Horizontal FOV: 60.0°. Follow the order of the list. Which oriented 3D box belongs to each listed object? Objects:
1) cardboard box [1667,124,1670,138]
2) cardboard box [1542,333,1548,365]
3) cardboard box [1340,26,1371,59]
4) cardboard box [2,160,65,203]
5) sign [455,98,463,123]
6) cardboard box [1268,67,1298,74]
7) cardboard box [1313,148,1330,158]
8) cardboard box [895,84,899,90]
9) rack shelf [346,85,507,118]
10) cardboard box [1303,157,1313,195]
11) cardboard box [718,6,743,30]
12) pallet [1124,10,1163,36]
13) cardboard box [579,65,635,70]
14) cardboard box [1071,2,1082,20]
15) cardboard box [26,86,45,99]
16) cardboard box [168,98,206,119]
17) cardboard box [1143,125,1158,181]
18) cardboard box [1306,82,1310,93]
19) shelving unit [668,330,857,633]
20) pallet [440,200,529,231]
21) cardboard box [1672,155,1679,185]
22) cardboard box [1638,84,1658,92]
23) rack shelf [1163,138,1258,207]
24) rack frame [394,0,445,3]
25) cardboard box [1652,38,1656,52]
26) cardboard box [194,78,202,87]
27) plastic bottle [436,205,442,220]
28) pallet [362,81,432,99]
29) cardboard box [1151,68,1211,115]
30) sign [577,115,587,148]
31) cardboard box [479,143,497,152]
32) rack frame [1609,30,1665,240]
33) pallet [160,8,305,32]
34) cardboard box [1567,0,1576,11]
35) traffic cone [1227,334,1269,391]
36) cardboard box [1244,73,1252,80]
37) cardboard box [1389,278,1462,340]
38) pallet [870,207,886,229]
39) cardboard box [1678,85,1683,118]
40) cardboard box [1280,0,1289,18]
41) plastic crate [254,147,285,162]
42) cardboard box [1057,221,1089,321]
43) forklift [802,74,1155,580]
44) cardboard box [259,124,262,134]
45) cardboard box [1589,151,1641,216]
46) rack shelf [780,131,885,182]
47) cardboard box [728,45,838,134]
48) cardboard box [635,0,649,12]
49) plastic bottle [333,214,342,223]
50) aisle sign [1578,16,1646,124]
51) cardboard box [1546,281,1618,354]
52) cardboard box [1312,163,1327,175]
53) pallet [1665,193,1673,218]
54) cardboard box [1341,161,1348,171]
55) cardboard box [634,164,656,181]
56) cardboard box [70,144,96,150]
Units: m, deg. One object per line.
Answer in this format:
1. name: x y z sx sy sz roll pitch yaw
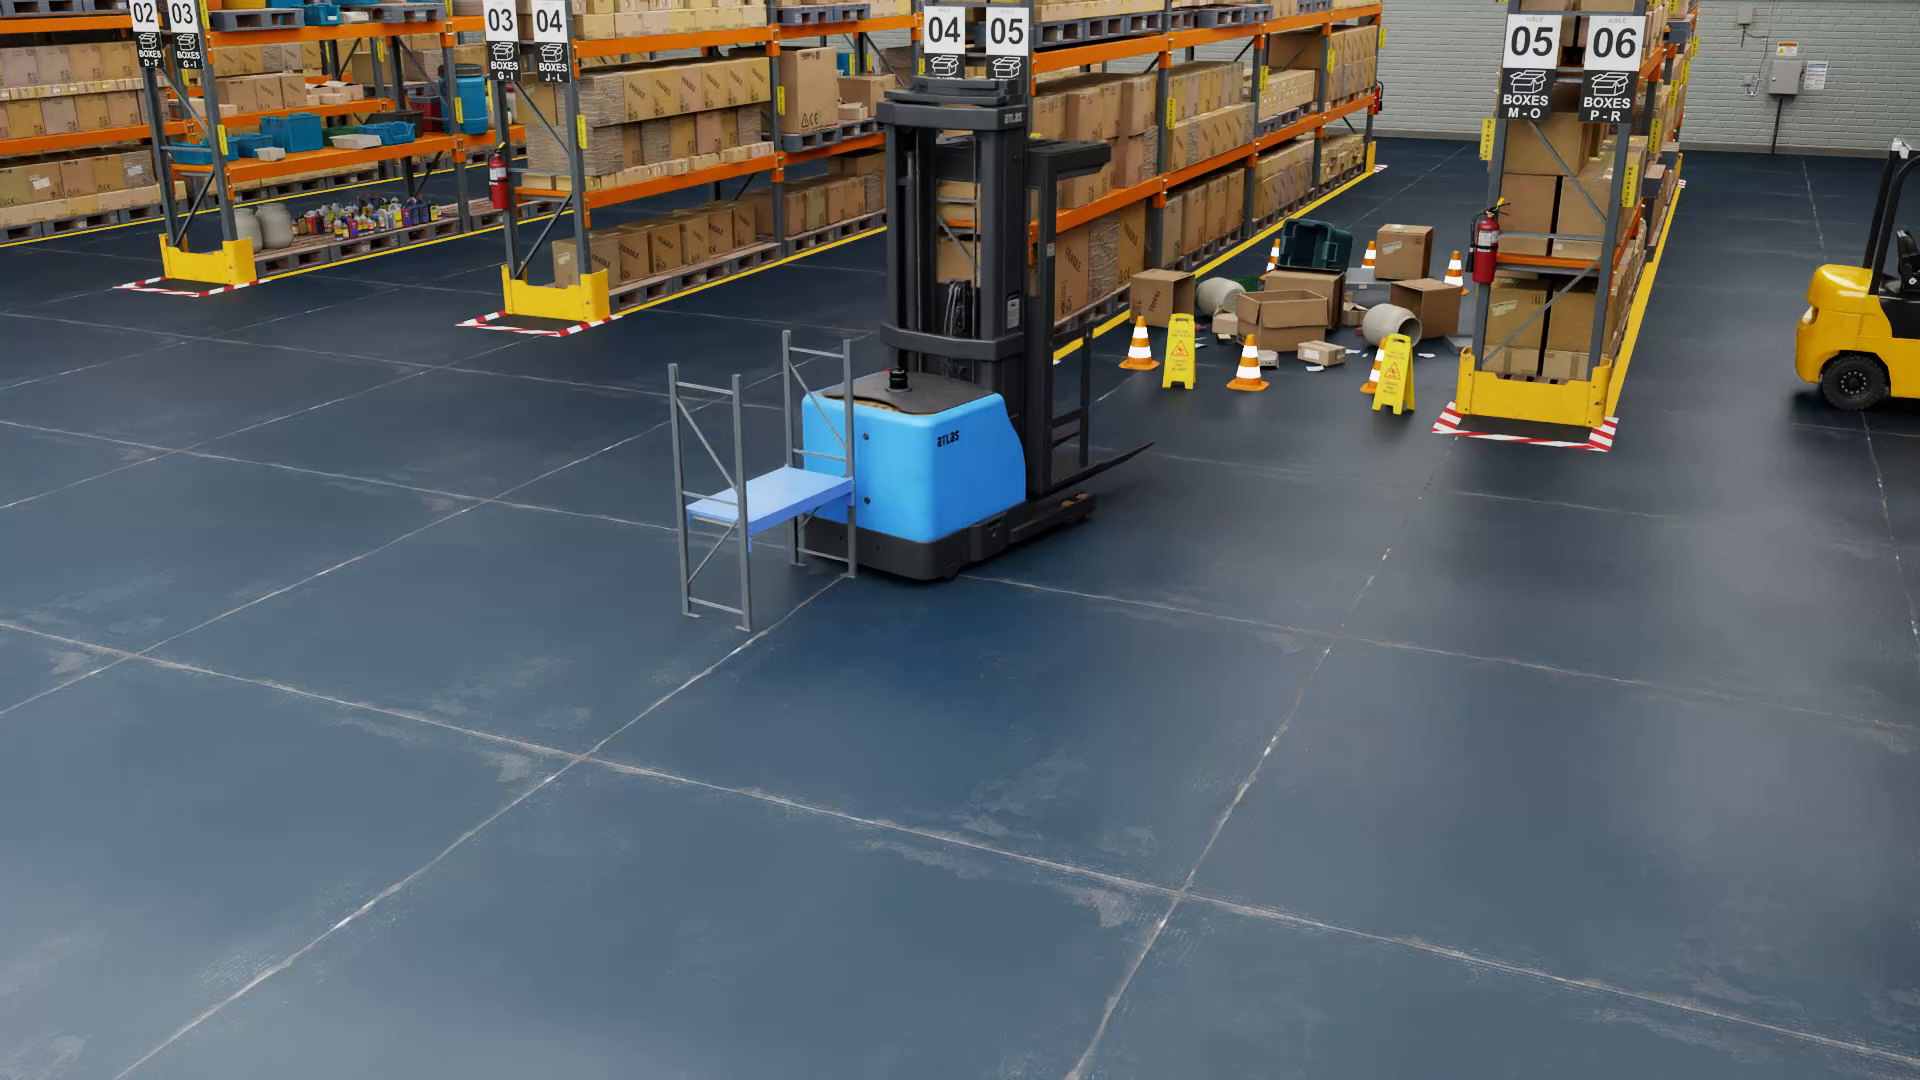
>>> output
1. cardboard box: 9.250 -5.550 22.322 0.500 0.250 0.500 8 21 21
2. cardboard box: 5.028 -1.775 14.959 0.500 0.250 0.500 9 21 23
3. cardboard box: 6.550 -8.300 27.745 0.500 0.500 0.500 8 21 21
4. cardboard box: -12.535 -4.848 22.482 0.500 0.500 0.500 9 21 23
5. sign: -6.701 -5.745 22.233 0.100 0.325 0.005 9 21 23
6. cardboard box: 5.020 -7.122 25.924 0.500 0.500 0.500 9 21 23
7. cardboard box: 5.721 -6.203 26.673 0.380 0.149 0.250 8 21 21
8. cardboard box: -1.066 -6.468 24.531 0.500 0.500 0.500 9 22 24
9. rack shelf: -9.259 -7.869 29.693 1.077 0.370 4.000 9 21 23
10. cardboard box: 5.006 -5.507 25.081 0.500 0.500 0.500 8 21 22
11. cardboard box: -2.852 -6.023 19.175 0.500 0.250 0.500 9 22 24
12. pallet: 1.459 -5.425 17.402 1.003 0.211 1.213 9 21 23
13. cardboard box: -3.912 -4.957 18.346 0.500 0.500 0.500 9 21 23
14. cardboard box: 0.909 -4.912 15.427 0.380 0.149 0.250 9 21 23
15. cardboard box: -12.471 -5.988 22.214 0.380 0.149 0.250 8 21 22
16. cardboard box: -11.554 -6.460 24.880 0.500 0.250 0.500 10 22 26
17. cardboard box: 1.664 -4.258 18.243 0.875 0.550 0.550 9 21 23
18. cardboard box: 4.990 -6.738 24.743 0.380 0.149 0.250 9 21 23
19. shelving unit: -1.129 -0.371 9.775 0.538 1.500 1.048 12 23 30
20. pallet: -6.912 -4.625 23.658 1.003 0.211 1.213 9 21 23
21. cardboard box: 10.729 -5.816 26.044 0.875 0.438 0.875 9 22 24
22. cardboard box: 7.227 -4.786 17.762 0.380 0.149 0.250 10 22 26
23. rack shelf: 2.623 -4.575 20.429 1.077 0.370 4.000 9 21 23
24. rack frame: -7.199 -8.520 21.496 1.000 3.000 0.127 9 21 23
25. cardboard box: 6.076 -4.498 15.038 0.380 0.149 0.250 9 22 24
26. cardboard box: -13.956 -8.381 30.403 0.380 0.149 0.250 9 22 24
27. plastic bottle: -7.063 -4.428 22.464 0.097 0.201 0.097 0 20 0
28. pallet: -9.864 -7.723 28.495 1.213 0.211 1.003 9 21 23
29. cardboard box: 2.626 -5.439 20.145 0.700 0.500 0.500 8 21 22
30. sign: -3.823 -4.124 16.797 0.100 0.325 0.005 9 21 23
31. cardboard box: -8.796 -7.356 30.250 0.500 0.500 0.500 9 21 23
32. rack frame: 6.361 -3.654 16.766 1.000 3.000 0.127 9 21 23
33. pallet: -8.409 -6.034 19.265 1.003 0.211 1.213 9 21 23
34. cardboard box: 4.733 -4.319 13.345 0.380 0.149 0.250 9 21 24
35. traffic cone: 2.570 -1.593 14.757 0.336 0.463 0.334 9 21 23
36. cardboard box: 4.074 -6.732 24.282 0.380 0.149 0.250 8 21 22
37. cardboard box: 4.681 -2.336 16.789 0.500 0.500 0.500 -9 22 -24
38. pallet: -1.363 -4.684 23.824 1.003 0.211 1.213 9 21 23
39. cardboard box: 10.278 -6.407 24.360 0.500 0.500 0.500 9 21 23
40. cardboard box: 4.117 -7.277 22.329 0.500 0.500 0.500 9 21 23
41. plastic crate: -8.176 -4.576 19.752 0.298 0.136 0.250 9 21 23
42. cardboard box: 0.742 -2.762 16.802 0.875 0.875 0.875 8 21 22
43. forklift: 0.283 -1.568 11.004 1.130 2.935 3.031 14 24 34
44. cardboard box: -13.470 -8.195 32.116 0.750 0.750 0.750 9 22 24
45. cardboard box: 5.788 -3.196 14.887 0.500 0.500 0.500 8 21 22
46. rack shelf: -1.861 -5.286 22.430 1.077 0.370 4.000 9 21 23
47. cardboard box: -2.227 -5.718 21.048 1.000 1.000 1.000 9 21 23
48. cardboard box: -3.529 -5.681 17.619 0.380 0.149 0.250 8 21 23
49. plastic bottle: -8.107 -4.145 21.666 0.097 0.201 0.097 0 20 0
50. aisle sign: 4.981 -3.594 12.720 0.394 0.787 0.004 9 21 23
51. cardboard box: 5.315 -1.903 14.200 0.500 0.500 0.500 8 21 21
52. cardboard box: 5.520 -5.809 26.012 0.380 0.149 0.250 10 22 25
53. pallet: 10.020 -5.007 24.734 1.003 0.211 1.213 9 21 23
54. cardboard box: 6.226 -6.230 27.637 0.380 0.149 0.250 9 21 24
55. cardboard box: -3.555 -4.030 18.198 0.380 0.149 0.250 9 21 23
56. cardboard box: -15.341 -6.780 28.632 0.700 0.500 0.500 8 21 22
